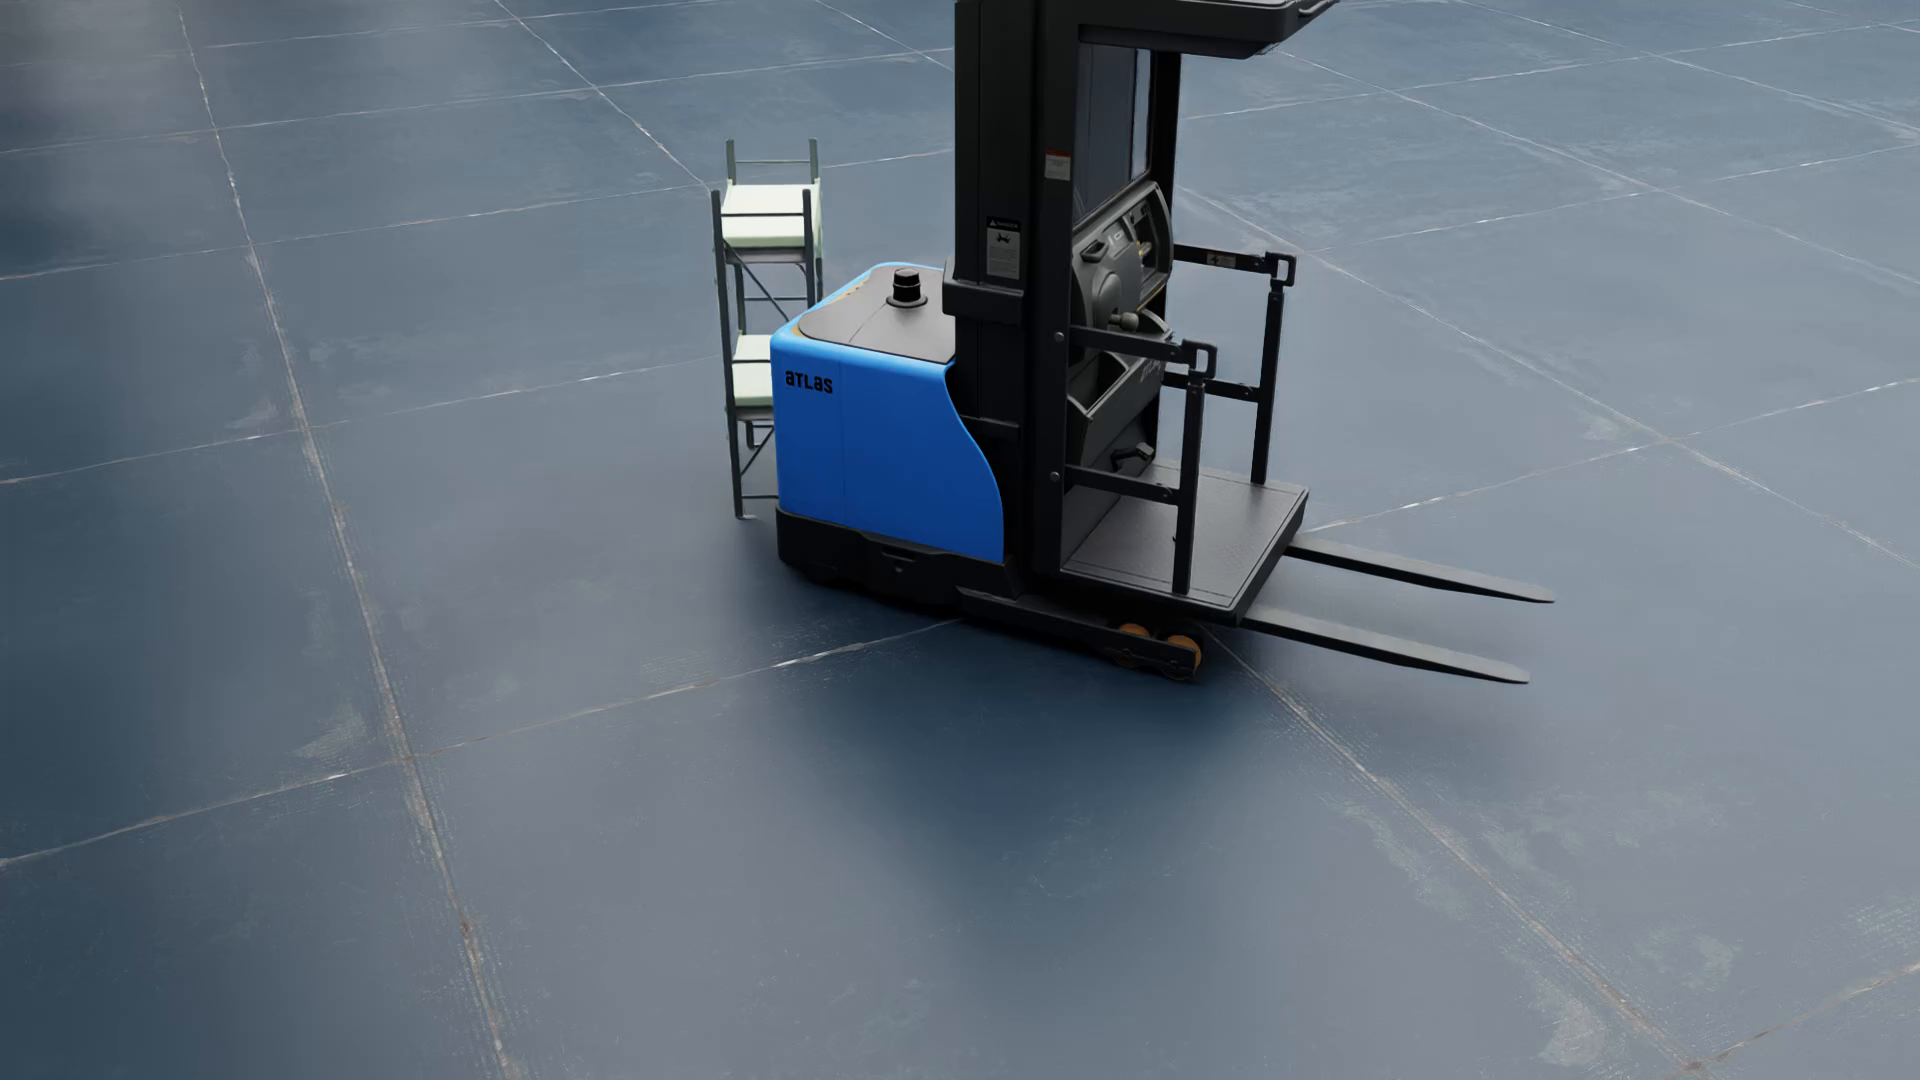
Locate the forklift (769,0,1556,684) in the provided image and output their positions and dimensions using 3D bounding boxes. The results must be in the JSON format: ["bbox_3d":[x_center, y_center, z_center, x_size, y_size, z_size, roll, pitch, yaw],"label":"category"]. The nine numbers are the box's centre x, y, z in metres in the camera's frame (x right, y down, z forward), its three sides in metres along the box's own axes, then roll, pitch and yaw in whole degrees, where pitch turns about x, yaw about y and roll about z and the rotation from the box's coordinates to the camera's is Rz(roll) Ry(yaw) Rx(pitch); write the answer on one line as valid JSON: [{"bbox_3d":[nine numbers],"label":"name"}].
[{"bbox_3d":[0.793,-1.045,6.117,3.031,2.935,1.130,13,32,22],"label":"forklift"}]

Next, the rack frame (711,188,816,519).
[{"bbox_3d":[-0.802,-0.756,7.066,0.400,1.500,0.023,-1,29,-2],"label":"rack frame"}]

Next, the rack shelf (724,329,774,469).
[{"bbox_3d":[-0.817,-0.651,7.544,0.431,0.370,0.720,-1,29,-2],"label":"rack shelf"}]

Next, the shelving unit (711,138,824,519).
[{"bbox_3d":[-0.817,-0.935,7.385,0.431,1.500,0.755,-1,29,-2],"label":"shelving unit"}]

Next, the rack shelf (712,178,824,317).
[{"bbox_3d":[-0.817,-1.276,7.194,0.431,0.370,0.720,-1,29,-2],"label":"rack shelf"}]

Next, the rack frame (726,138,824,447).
[{"bbox_3d":[-0.832,-1.114,7.704,0.400,1.500,0.023,-1,29,-2],"label":"rack frame"}]
